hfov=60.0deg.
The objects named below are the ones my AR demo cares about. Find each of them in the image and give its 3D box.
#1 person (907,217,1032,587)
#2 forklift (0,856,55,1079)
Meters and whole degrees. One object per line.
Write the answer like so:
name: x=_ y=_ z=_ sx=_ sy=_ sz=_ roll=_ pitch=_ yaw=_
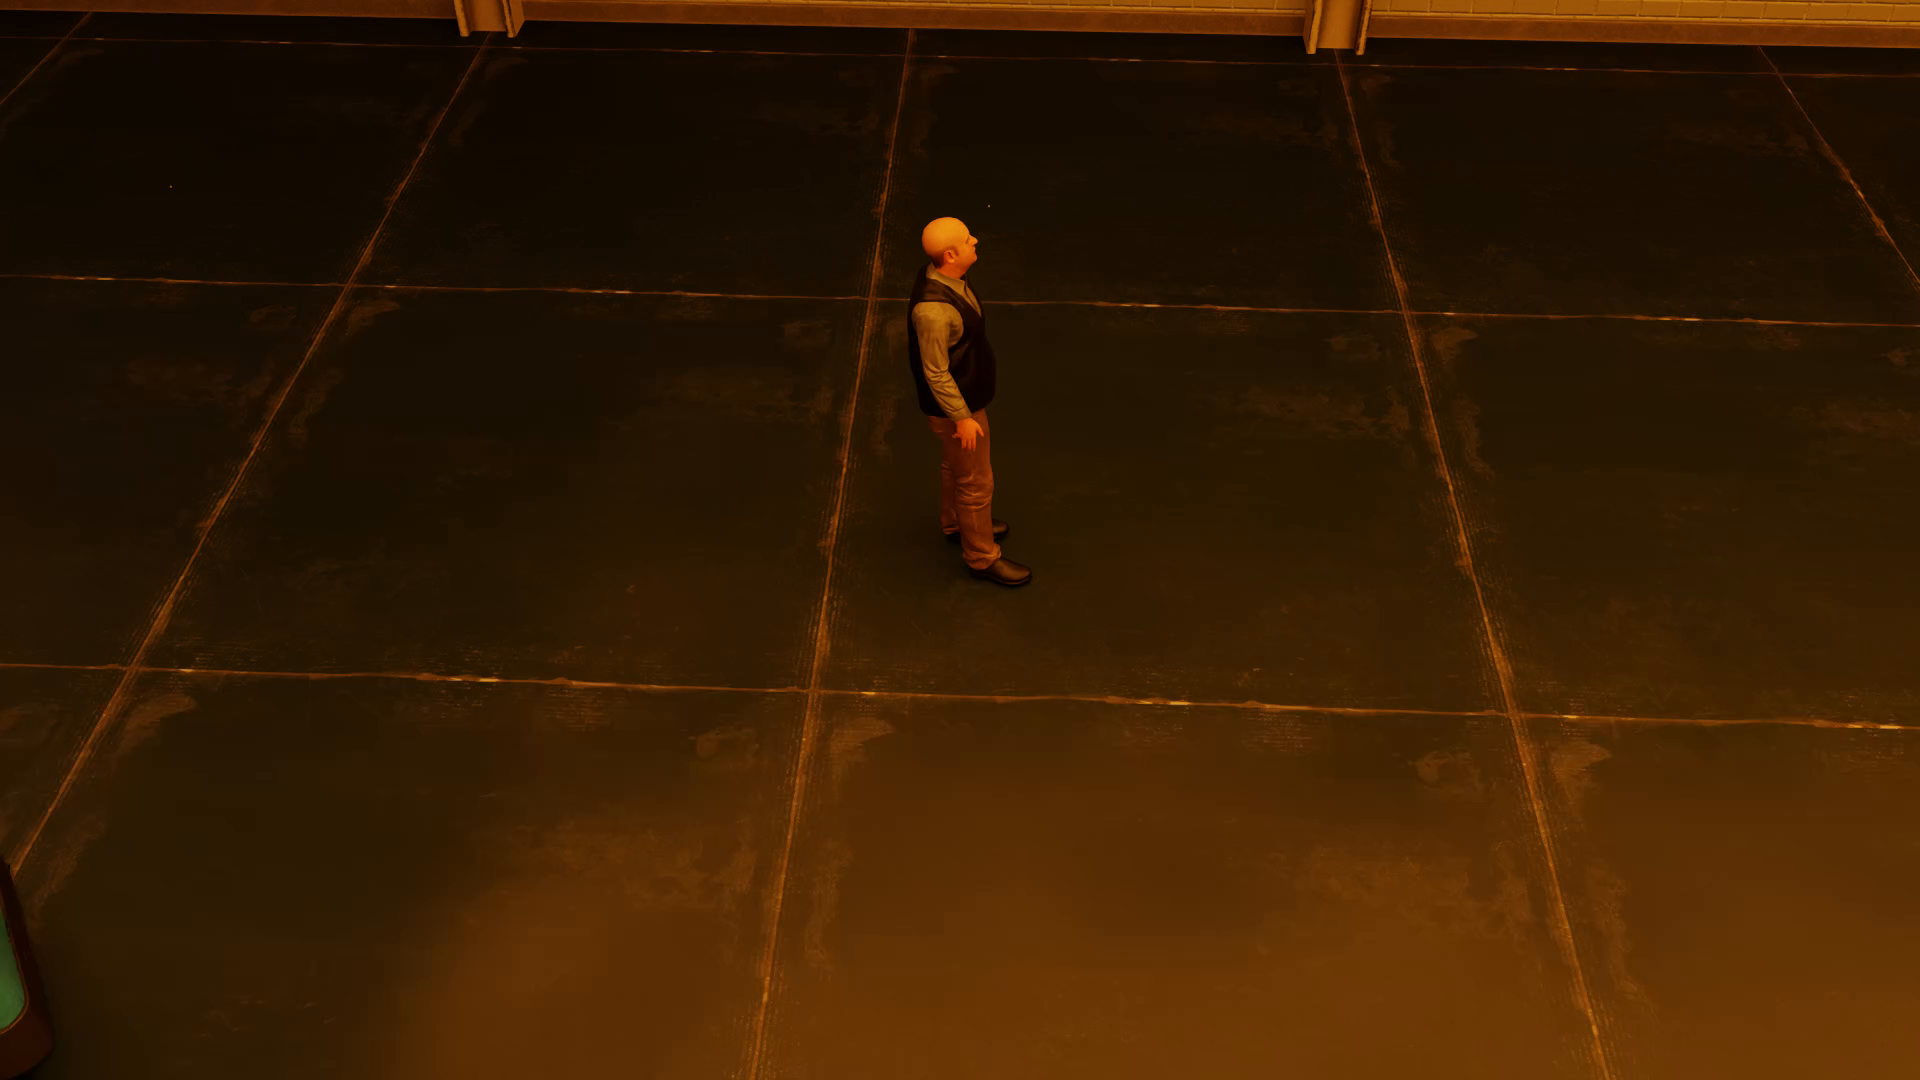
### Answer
person: x=0.061 y=-0.634 z=7.323 sx=0.568 sy=1.720 sz=0.632 roll=2 pitch=42 yaw=2
forklift: x=-4.710 y=1.037 z=4.606 sx=3.031 sy=2.935 sz=1.130 roll=-24 pitch=47 yaw=-24
